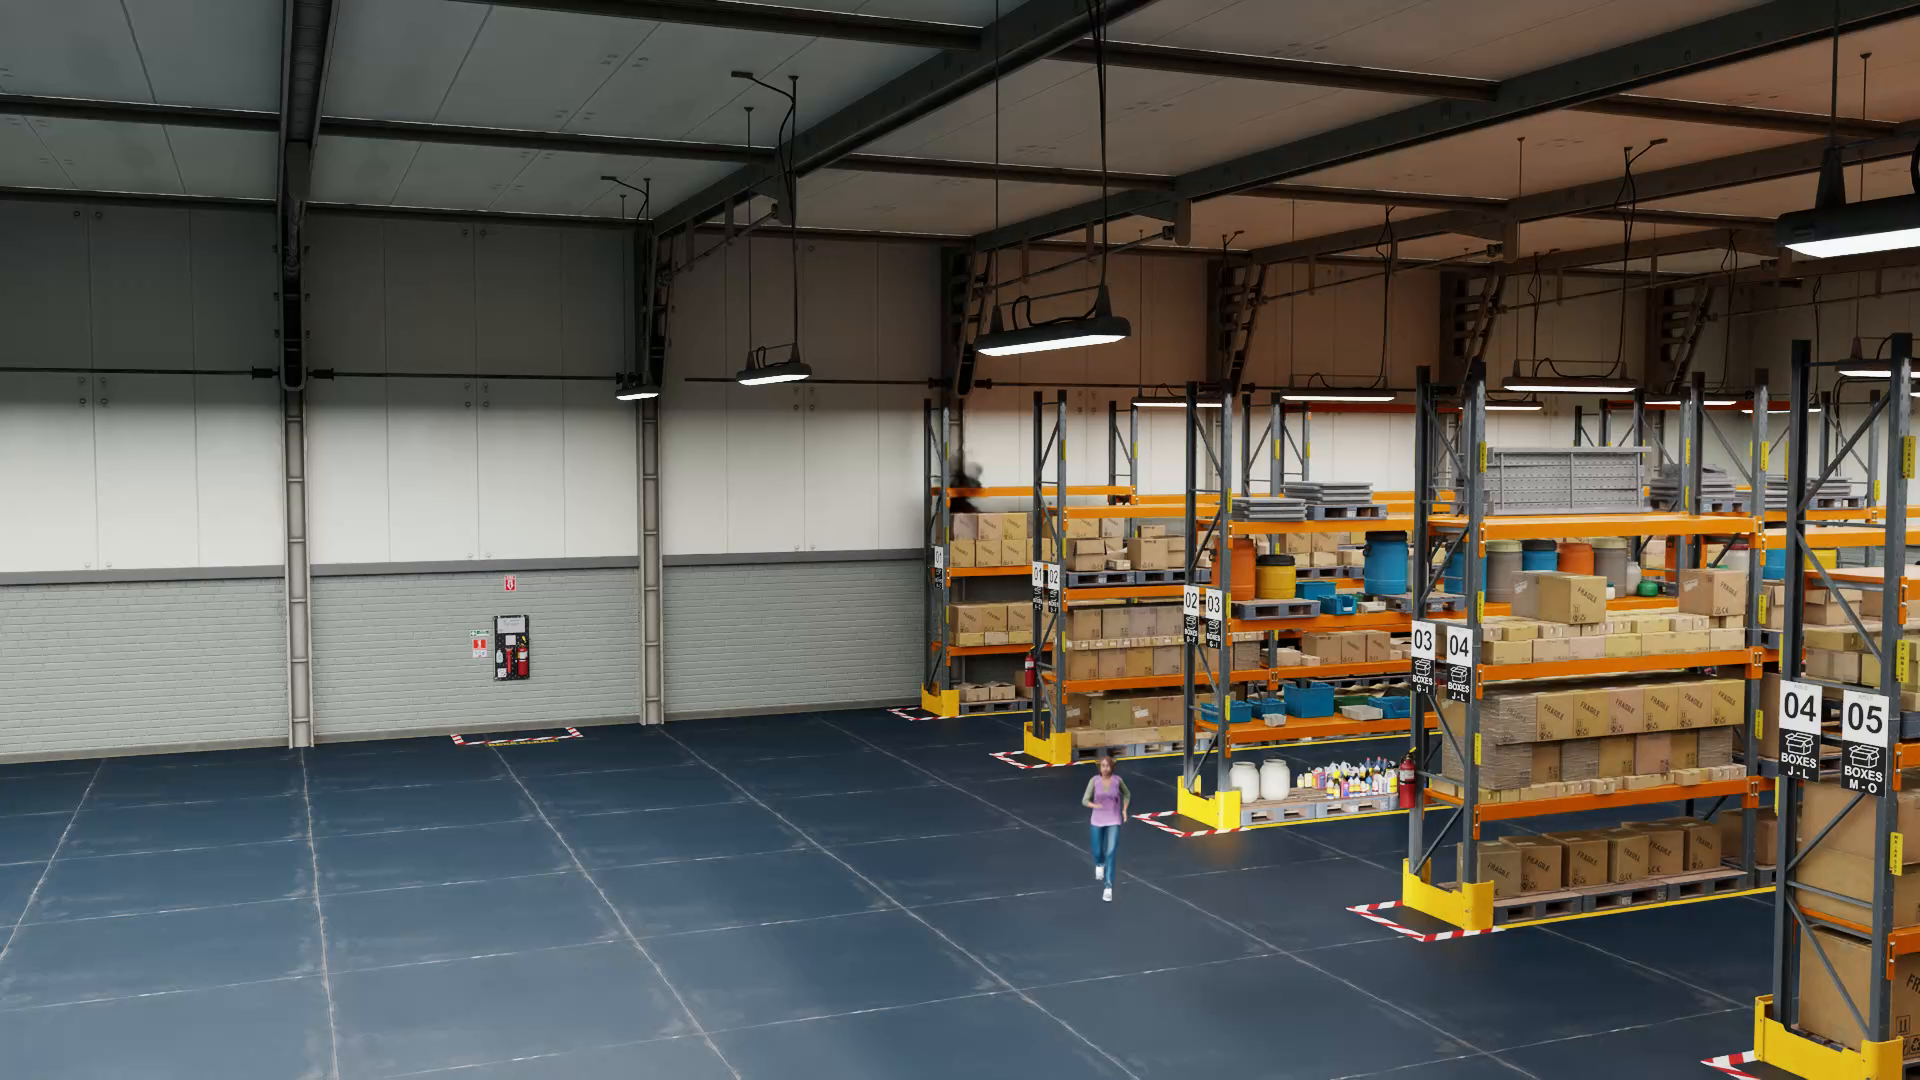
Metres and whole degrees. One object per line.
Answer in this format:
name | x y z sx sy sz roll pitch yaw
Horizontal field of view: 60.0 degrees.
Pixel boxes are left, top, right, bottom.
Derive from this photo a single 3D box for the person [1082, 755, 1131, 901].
person | 1.670 3.240 18.976 0.546 1.574 0.874 0 3 8
